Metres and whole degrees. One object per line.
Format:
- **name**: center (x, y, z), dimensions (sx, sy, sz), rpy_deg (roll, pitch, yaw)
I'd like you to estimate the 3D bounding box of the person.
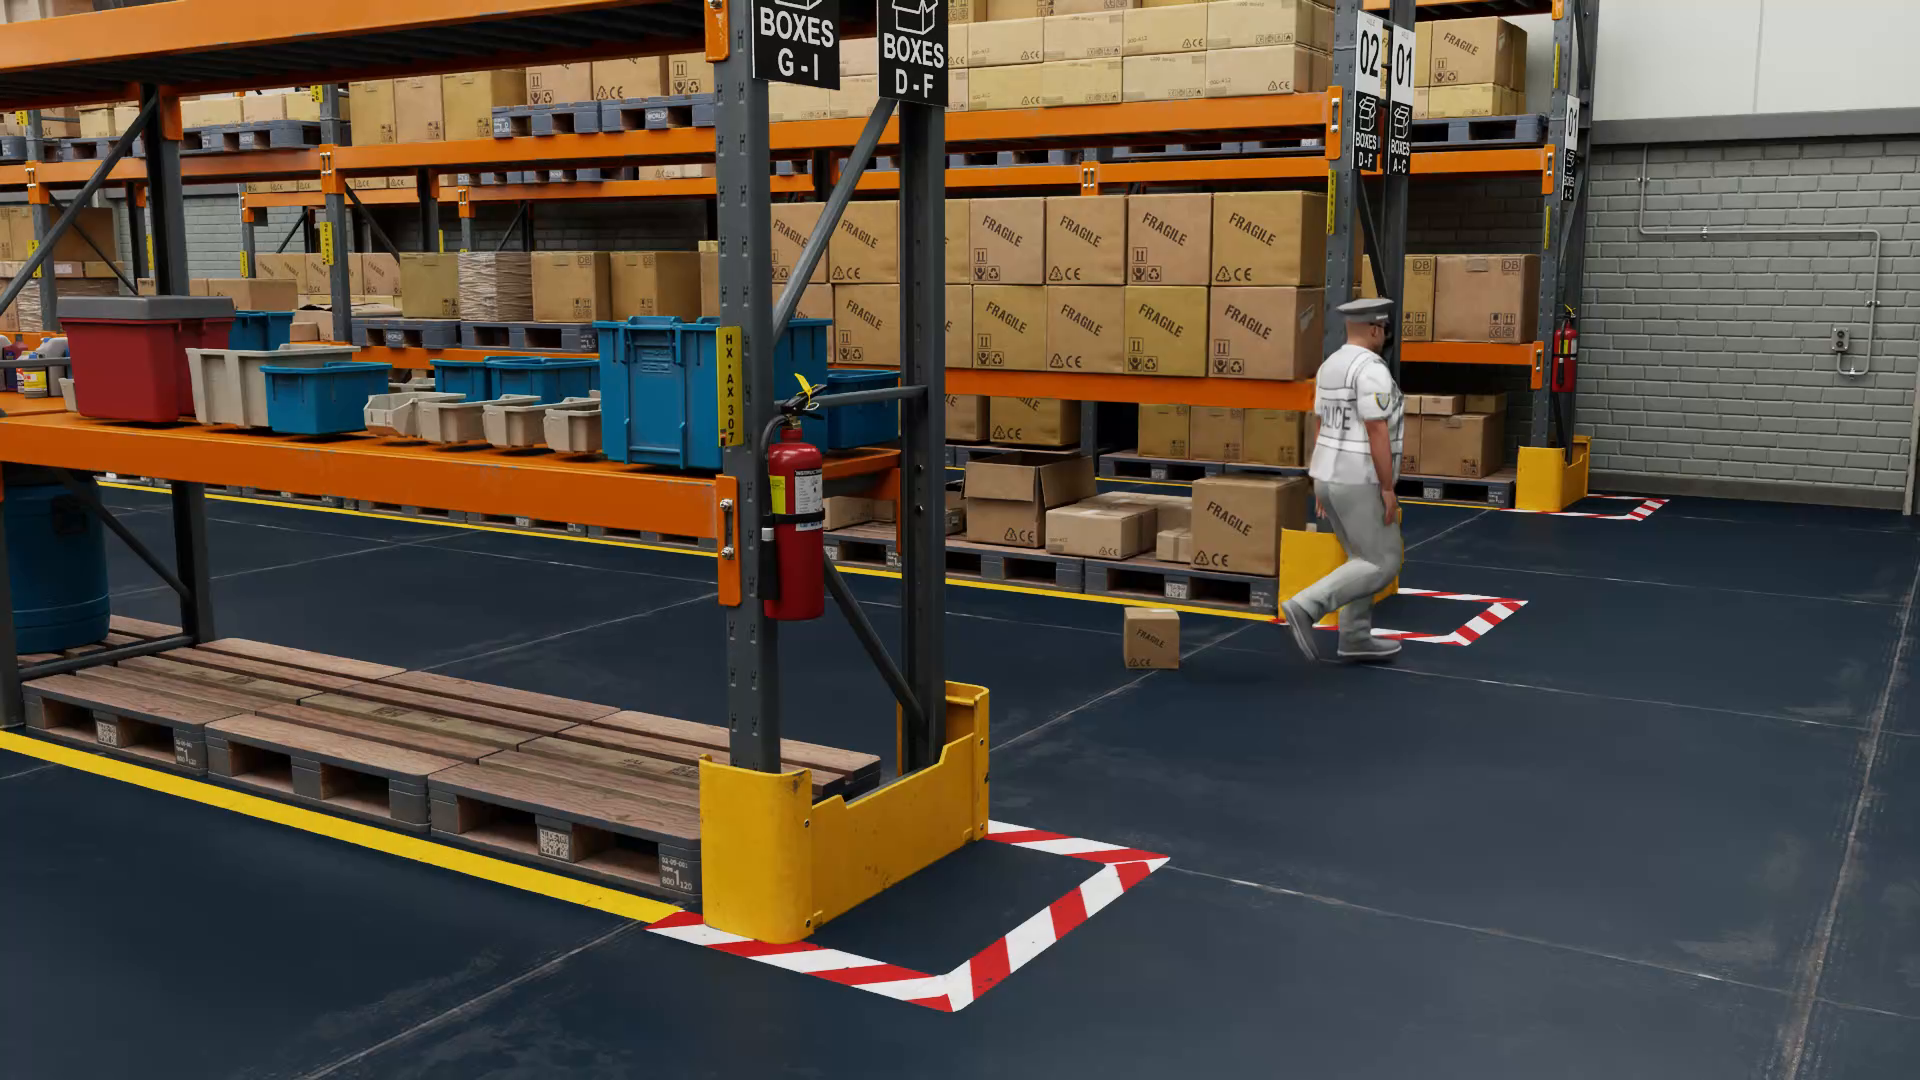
- **person**: center (1.829, -0.273, 7.863), dimensions (0.703, 1.725, 0.550), rpy_deg (-2, 10, -12)
